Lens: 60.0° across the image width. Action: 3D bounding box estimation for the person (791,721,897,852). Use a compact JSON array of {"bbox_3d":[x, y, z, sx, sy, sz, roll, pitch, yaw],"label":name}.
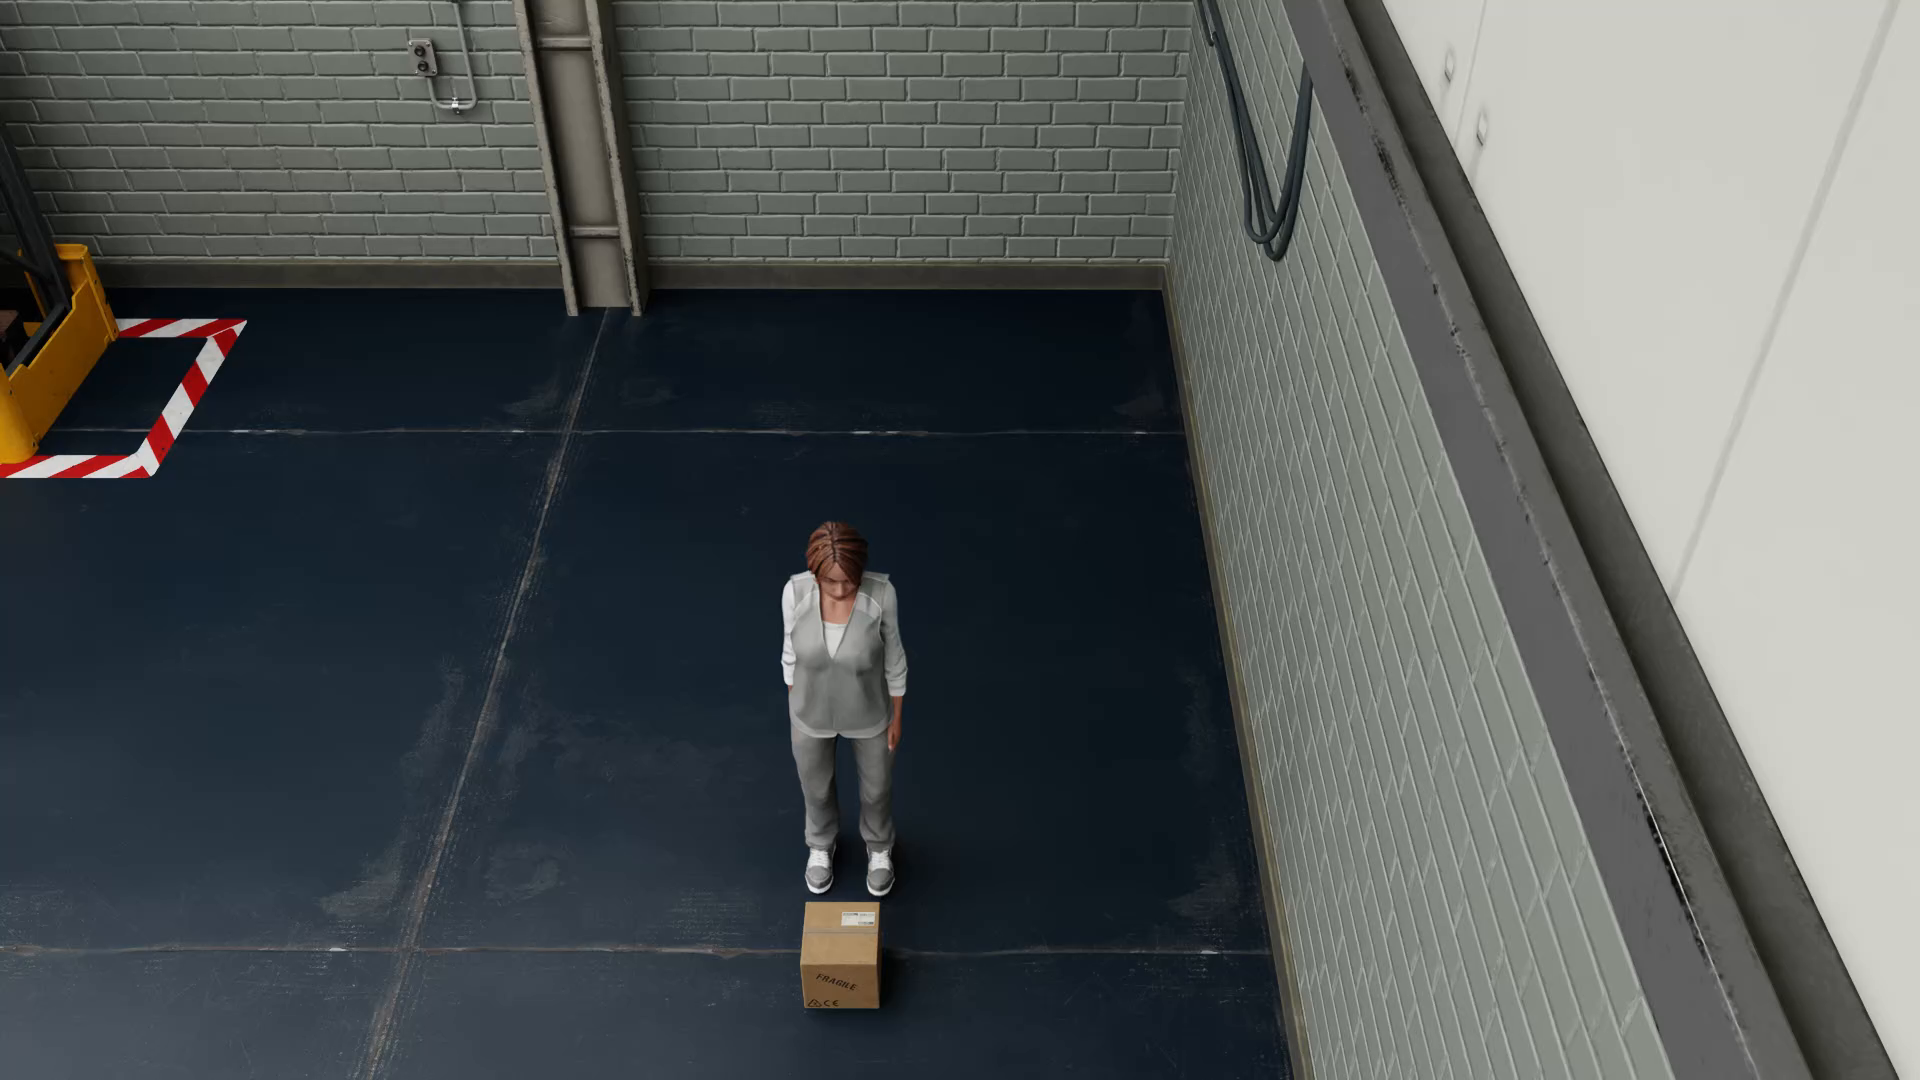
[{"bbox_3d":[-0.387,0.795,5.700,0.354,0.844,0.278,1,40,1],"label":"person"}]
